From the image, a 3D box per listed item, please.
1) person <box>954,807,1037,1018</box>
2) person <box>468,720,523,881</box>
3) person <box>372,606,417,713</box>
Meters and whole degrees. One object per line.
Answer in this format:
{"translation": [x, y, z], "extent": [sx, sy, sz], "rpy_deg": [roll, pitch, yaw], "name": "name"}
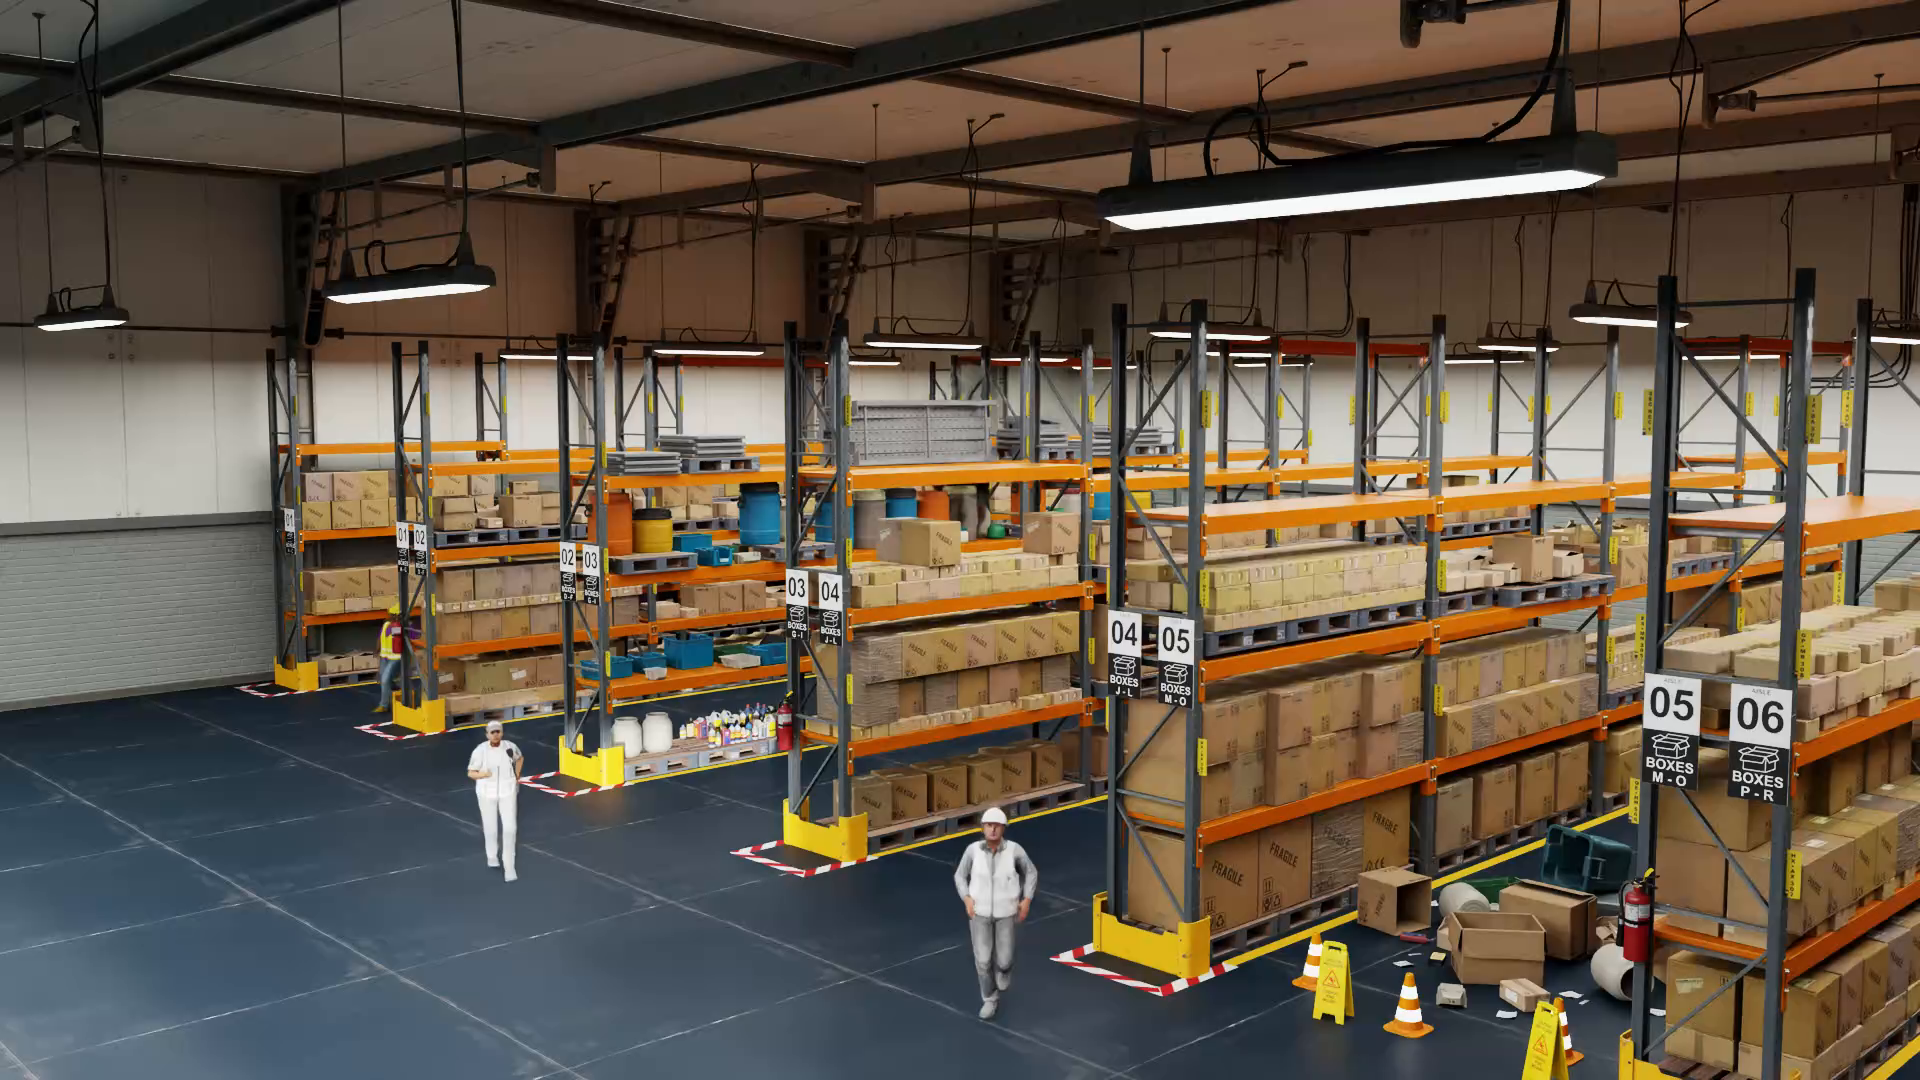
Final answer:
{"translation": [0.298, 3.102, 13.984], "extent": [0.704, 1.741, 0.617], "rpy_deg": [0, 5, 3], "name": "person"}
{"translation": [-4.995, 2.791, 17.935], "extent": [0.590, 1.723, 0.729], "rpy_deg": [-2, 5, -18], "name": "person"}
{"translation": [-9.264, 1.937, 27.311], "extent": [0.753, 1.736, 0.786], "rpy_deg": [2, 5, 20], "name": "person"}
